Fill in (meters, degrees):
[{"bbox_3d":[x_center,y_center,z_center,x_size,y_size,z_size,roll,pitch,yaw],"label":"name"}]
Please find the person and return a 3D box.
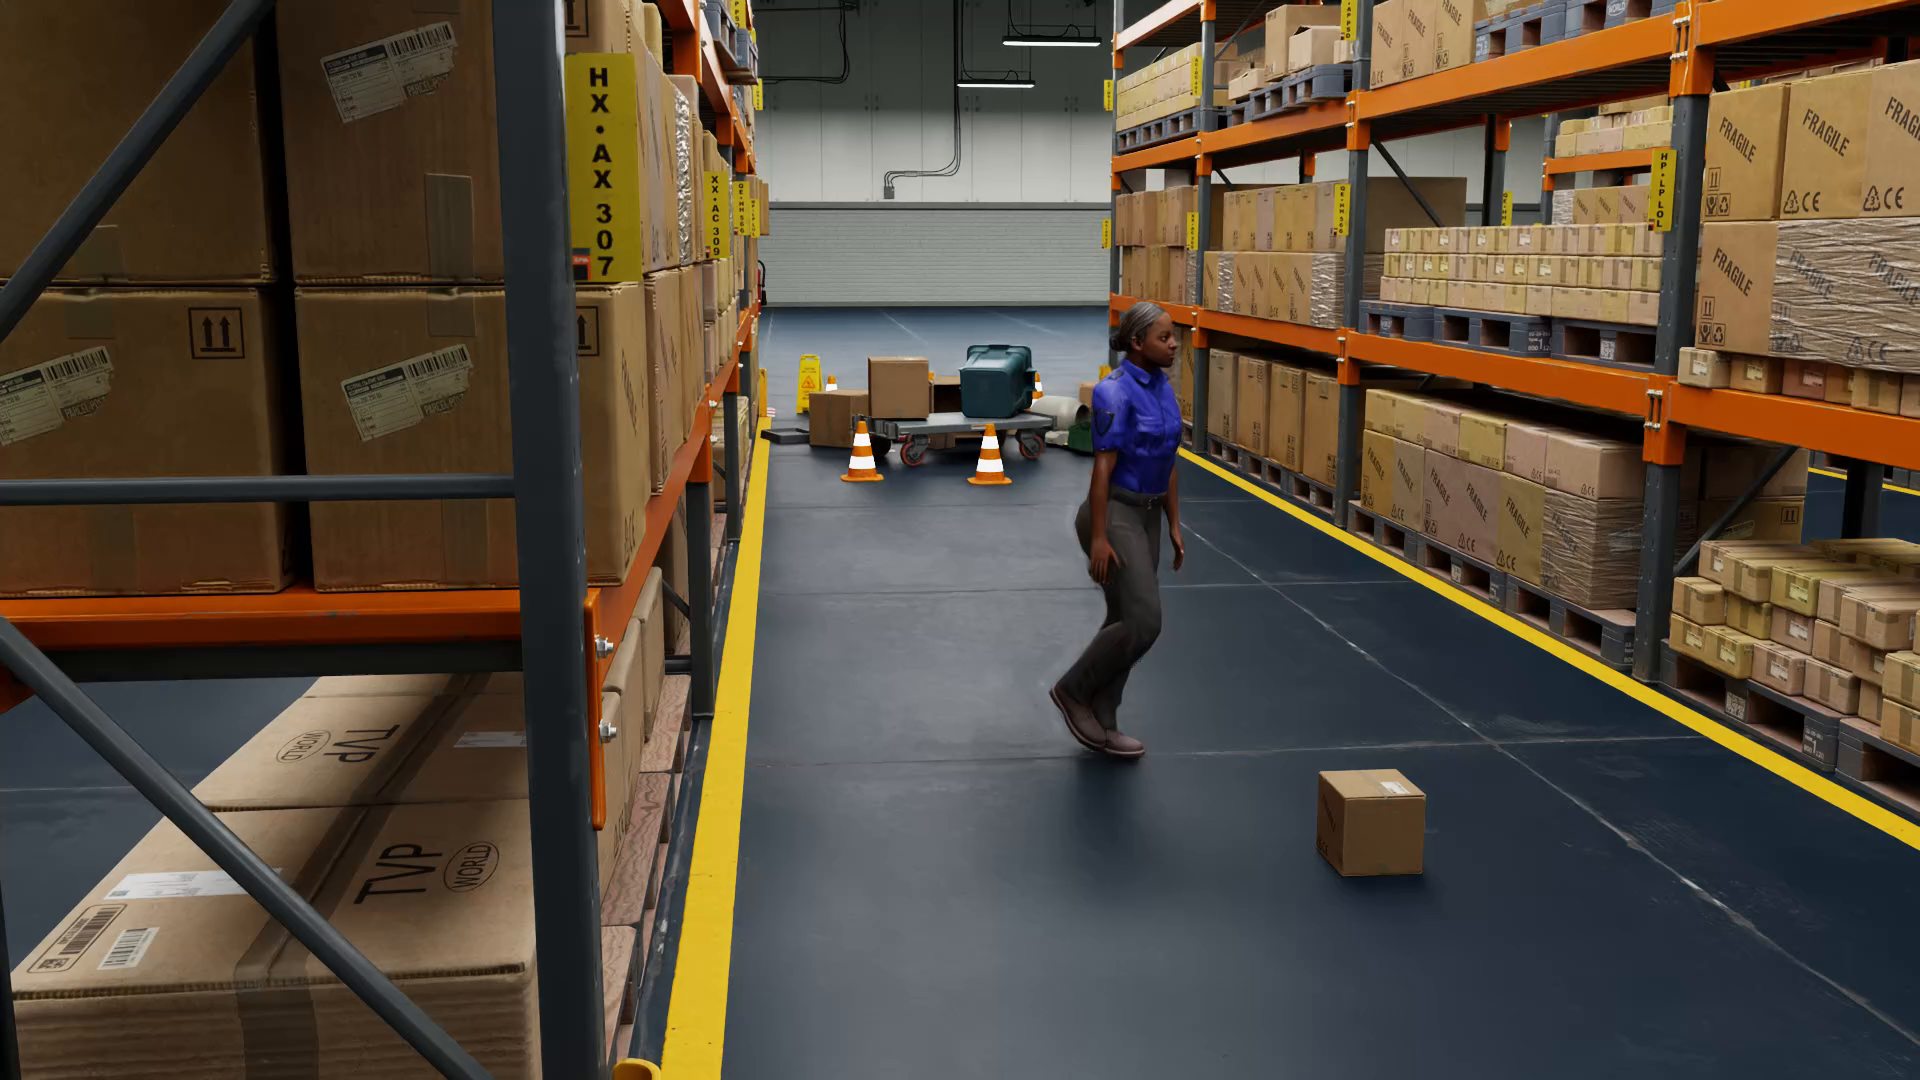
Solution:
[{"bbox_3d":[0.589,-0.031,6.006,0.457,1.649,0.549,7,12,35],"label":"person"}]
